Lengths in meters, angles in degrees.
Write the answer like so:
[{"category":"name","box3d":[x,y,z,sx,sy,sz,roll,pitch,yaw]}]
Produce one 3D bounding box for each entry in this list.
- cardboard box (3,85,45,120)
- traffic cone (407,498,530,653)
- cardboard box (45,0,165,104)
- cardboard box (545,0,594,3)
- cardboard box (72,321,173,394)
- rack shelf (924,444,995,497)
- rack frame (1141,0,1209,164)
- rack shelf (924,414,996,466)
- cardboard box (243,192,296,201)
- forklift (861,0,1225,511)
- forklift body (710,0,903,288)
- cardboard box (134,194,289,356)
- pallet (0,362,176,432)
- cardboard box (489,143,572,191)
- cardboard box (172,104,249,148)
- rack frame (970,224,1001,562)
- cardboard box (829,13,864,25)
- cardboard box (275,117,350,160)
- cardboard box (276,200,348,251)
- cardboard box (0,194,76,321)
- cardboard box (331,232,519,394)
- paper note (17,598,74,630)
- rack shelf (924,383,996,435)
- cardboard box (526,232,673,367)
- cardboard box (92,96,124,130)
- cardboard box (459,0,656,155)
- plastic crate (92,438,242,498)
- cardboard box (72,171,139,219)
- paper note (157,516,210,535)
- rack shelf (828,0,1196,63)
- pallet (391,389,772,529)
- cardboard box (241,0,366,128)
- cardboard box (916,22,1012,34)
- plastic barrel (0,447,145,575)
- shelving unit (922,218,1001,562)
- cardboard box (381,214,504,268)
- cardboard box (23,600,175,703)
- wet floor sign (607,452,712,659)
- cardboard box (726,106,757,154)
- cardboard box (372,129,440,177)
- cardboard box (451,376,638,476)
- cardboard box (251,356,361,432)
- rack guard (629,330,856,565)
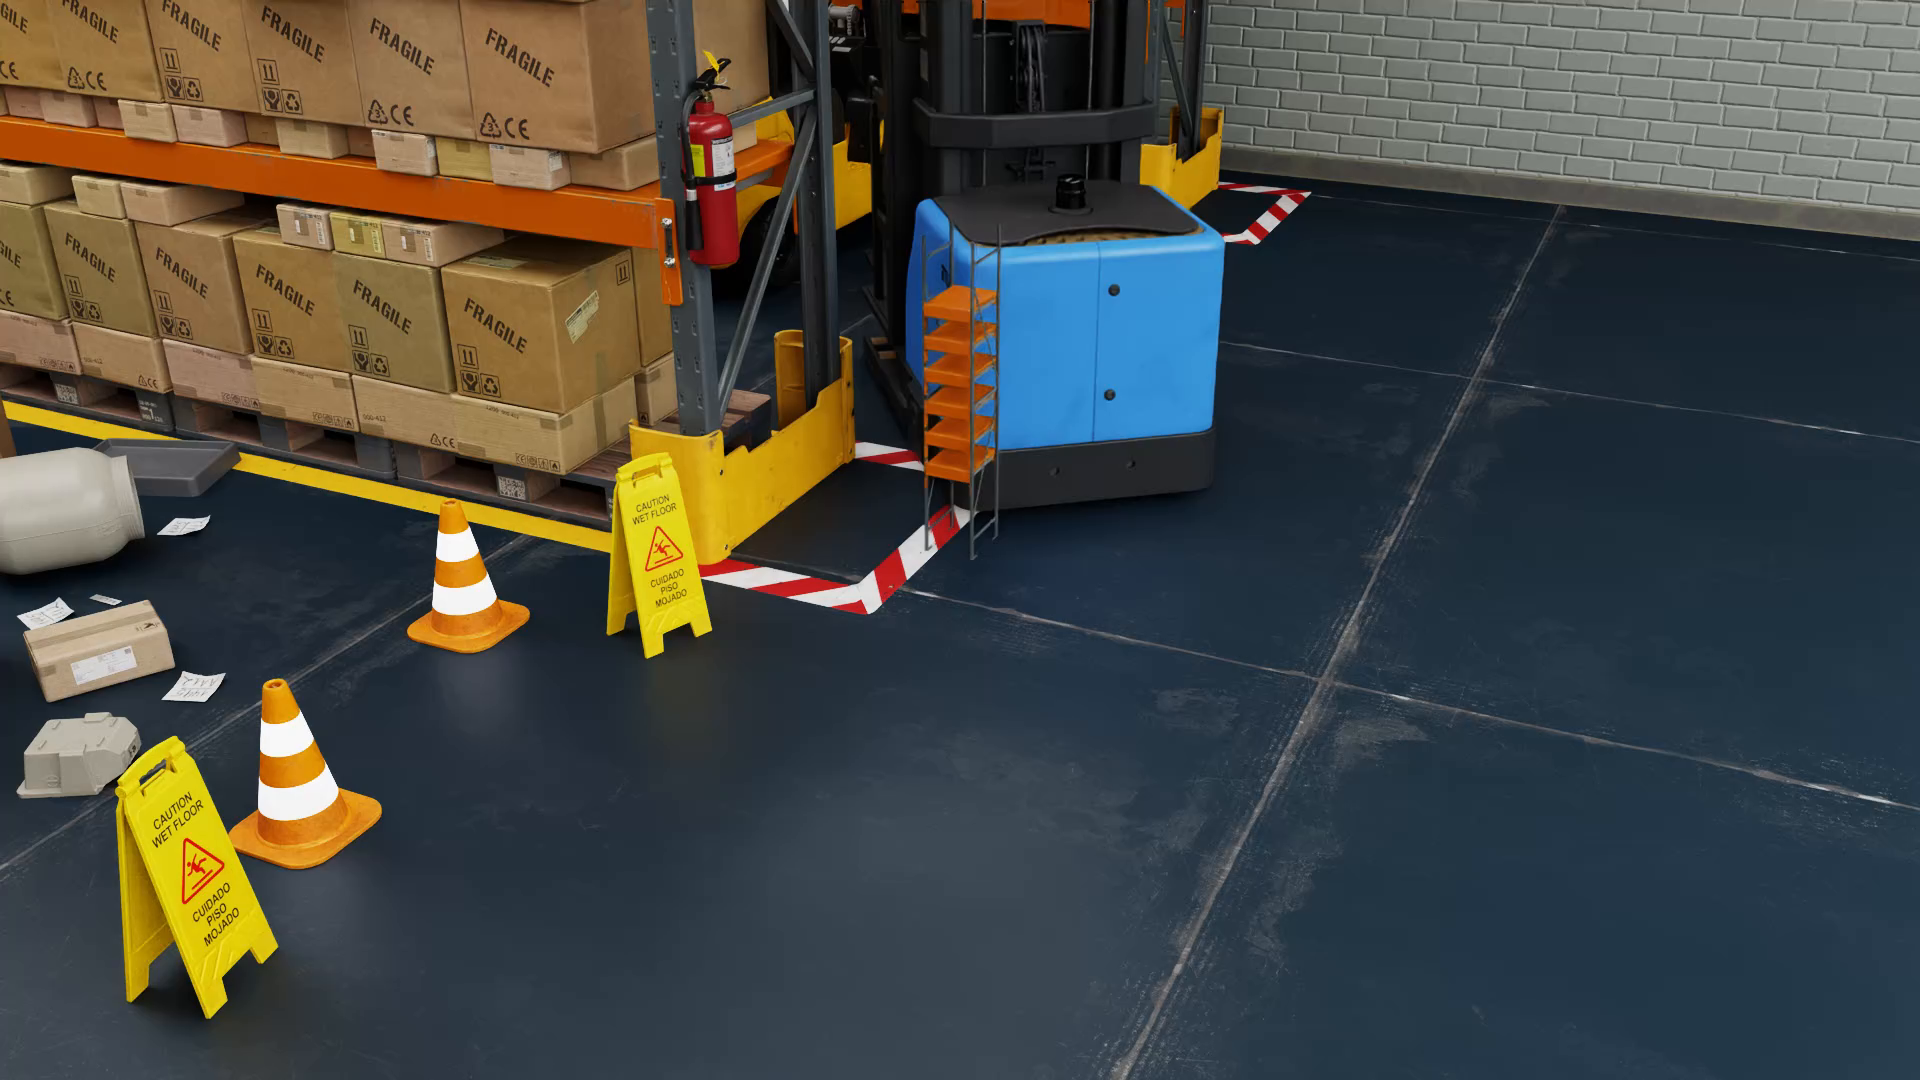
[{"category":"cardboard box","box3d":[-3.726,-1.867,6.931,0.250,0.149,0.380,11,28,22]},{"category":"traffic cone","box3d":[-1.671,0.081,5.561,0.334,0.463,0.336,11,28,22]},{"category":"cardboard box","box3d":[-3.183,-2.035,6.537,0.500,0.500,0.500,11,28,21]},{"category":"cardboard box","box3d":[-1.300,-2.129,5.597,0.500,0.500,0.700,11,28,21]},{"category":"cardboard box","box3d":[-3.470,-0.874,7.266,0.500,0.250,0.500,13,29,25]},{"category":"rack shelf","box3d":[0.007,-0.267,6.078,0.180,0.103,0.258,12,29,22]},{"category":"rack frame","box3d":[1.306,-3.493,9.950,0.127,3.000,1.000,11,28,22]},{"category":"rack shelf","box3d":[0.007,-0.375,6.025,0.180,0.103,0.258,12,29,22]},{"category":"cardboard box","box3d":[-2.808,-1.334,7.352,0.500,0.500,0.500,13,29,24]},{"category":"forklift","box3d":[0.165,-2.053,7.101,1.130,2.935,3.031,-6,27,-12]},{"category":"forklift body","box3d":[-1.175,-2.726,9.352,1.214,2.155,2.313,11,28,22]},{"category":"cardboard box","box3d":[-2.998,-1.114,6.906,0.500,0.500,0.500,13,29,24]},{"category":"pallet","box3d":[-3.760,-0.869,7.775,1.213,0.211,1.003,11,28,22]},{"category":"cardboard box","box3d":[-1.451,-1.368,5.918,0.250,0.149,0.380,11,28,21]},{"category":"cardboard box","box3d":[-2.831,-1.657,6.503,0.250,0.149,0.380,11,28,22]},{"category":"rack frame","box3d":[0.090,-0.505,5.917,0.006,1.200,0.240,12,29,22]},{"category":"cardboard box","box3d":[-0.885,-3.432,11.329,0.500,0.250,0.500,12,28,22]},{"category":"cardboard box","box3d":[-2.367,-1.572,6.332,0.250,0.149,0.380,11,28,21]},{"category":"cardboard box","box3d":[-2.411,-1.257,6.461,0.250,0.149,0.380,13,29,24]},{"category":"cardboard box","box3d":[-3.961,-1.303,7.289,0.500,0.500,0.500,13,29,24]},{"category":"cardboard box","box3d":[-2.059,-0.924,6.519,0.500,0.500,0.500,12,29,24]},{"category":"paper note","box3d":[-3.141,0.252,5.716,0.142,0.019,0.148,23,35,39]},{"category":"rack shelf","box3d":[0.007,-0.482,5.972,0.180,0.103,0.258,12,29,22]},{"category":"cardboard box","box3d":[-1.387,-1.051,6.777,0.500,0.500,0.500,10,28,20]},{"category":"cardboard box","box3d":[-3.260,-1.772,6.738,0.250,0.149,0.380,11,28,22]},{"category":"cardboard box","box3d":[-1.353,-1.664,5.783,0.500,0.500,0.500,11,28,21]},{"category":"plastic crate","box3d":[-3.297,-0.302,6.772,0.583,0.080,0.402,2,26,4]},{"category":"cardboard box","box3d":[-3.403,-1.454,6.861,0.250,0.149,0.380,13,29,24]},{"category":"paper note","box3d":[-2.954,-0.058,6.333,0.148,0.019,0.142,2,26,4]},{"category":"rack shelf","box3d":[-0.514,-3.536,10.851,4.000,0.370,1.077,11,28,22]},{"category":"pallet","box3d":[-1.539,-0.423,6.869,1.213,0.211,1.003,11,28,22]},{"category":"cardboard box","box3d":[-2.261,-1.850,6.162,0.500,0.500,0.500,11,28,22]},{"category":"cardboard box","box3d":[0.040,-3.246,10.954,0.500,0.250,0.500,11,28,21]},{"category":"plastic barrel","box3d":[-3.252,-0.110,5.994,0.512,0.421,0.421,-12,29,-23]},{"category":"shelving unit","box3d":[0.007,-0.522,5.952,0.189,1.200,0.258,12,29,22]},{"category":"cardboard box","box3d":[-1.944,-1.161,6.266,0.250,0.149,0.380,12,29,23]},{"category":"cardboard box","box3d":[-2.774,0.355,5.361,0.380,0.149,0.250,-18,31,-31]},{"category":"wet floor sign","box3d":[-1.015,0.024,5.470,0.232,0.644,0.267,23,35,39]},{"category":"cardboard box","box3d":[-0.969,-1.530,6.245,0.250,0.149,0.380,11,28,22]},{"category":"cardboard box","box3d":[-1.922,-1.459,6.101,0.250,0.149,0.380,12,29,23]},{"category":"cardboard box","box3d":[-1.614,-0.496,6.499,0.500,0.250,0.500,11,28,22]},{"category":"cardboard box","box3d":[-2.539,-0.683,6.878,0.500,0.250,0.500,10,28,20]},{"category":"rack guard","box3d":[-0.814,-0.389,6.475,0.348,0.500,1.175,11,28,22]}]
